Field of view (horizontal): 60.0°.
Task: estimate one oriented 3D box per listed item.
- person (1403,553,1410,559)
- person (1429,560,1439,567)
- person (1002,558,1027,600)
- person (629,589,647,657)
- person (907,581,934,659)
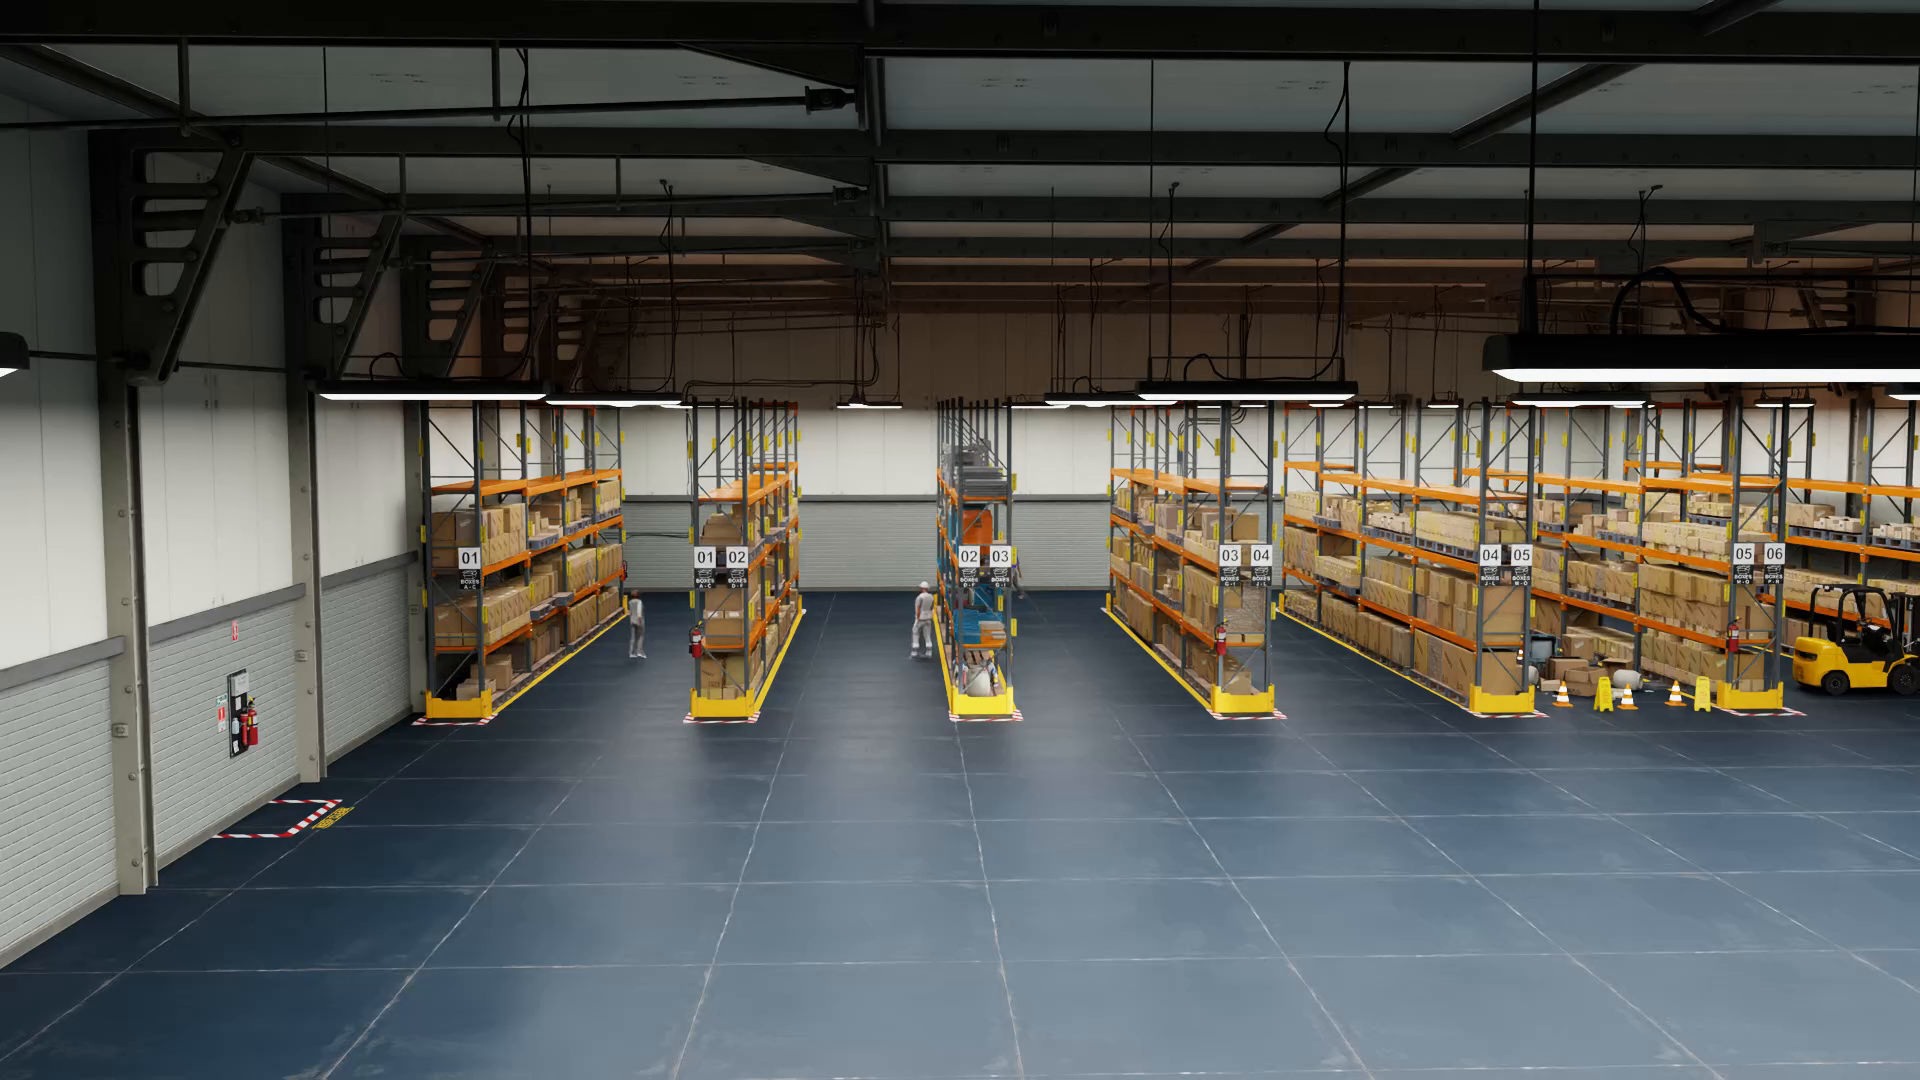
[{"bbox_3d":[13.021,1.056,49.019,1.014,1.750,0.508,0,4,3],"label":"person"},{"bbox_3d":[12.930,1.334,45.442,0.456,1.829,0.618,4,6,42],"label":"person"},{"bbox_3d":[1.541,1.011,50.484,1.060,1.585,0.422,-1,5,-18],"label":"person"},{"bbox_3d":[-7.525,1.960,38.628,0.411,1.630,0.580,2,5,21],"label":"person"},{"bbox_3d":[-0.880,1.878,38.484,0.597,1.843,0.499,-3,6,-38],"label":"person"}]
